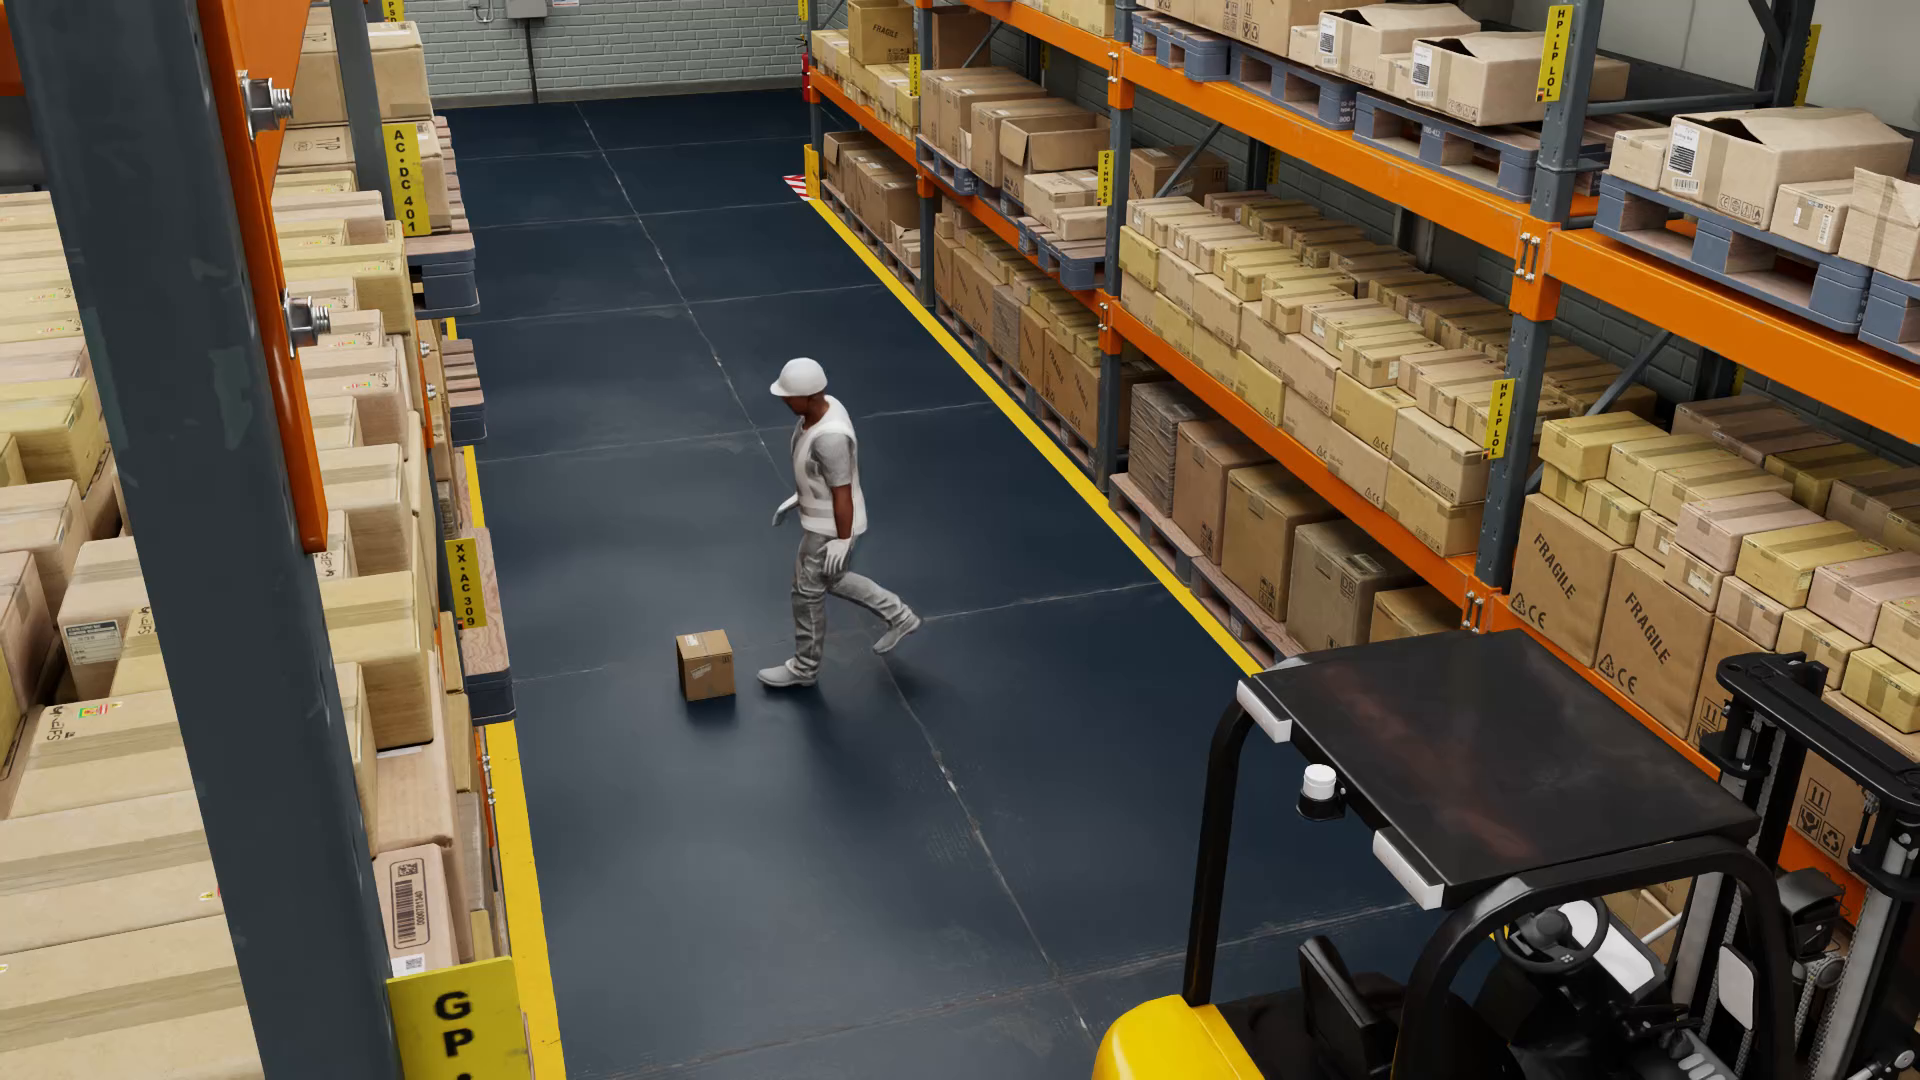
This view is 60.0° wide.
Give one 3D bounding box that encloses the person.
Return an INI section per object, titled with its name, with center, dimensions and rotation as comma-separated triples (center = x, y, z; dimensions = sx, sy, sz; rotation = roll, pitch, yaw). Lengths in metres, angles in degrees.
[person]
center = -0.620, -0.090, 8.267
dimensions = 0.860, 1.759, 0.567
rotation = -2, 26, -4
